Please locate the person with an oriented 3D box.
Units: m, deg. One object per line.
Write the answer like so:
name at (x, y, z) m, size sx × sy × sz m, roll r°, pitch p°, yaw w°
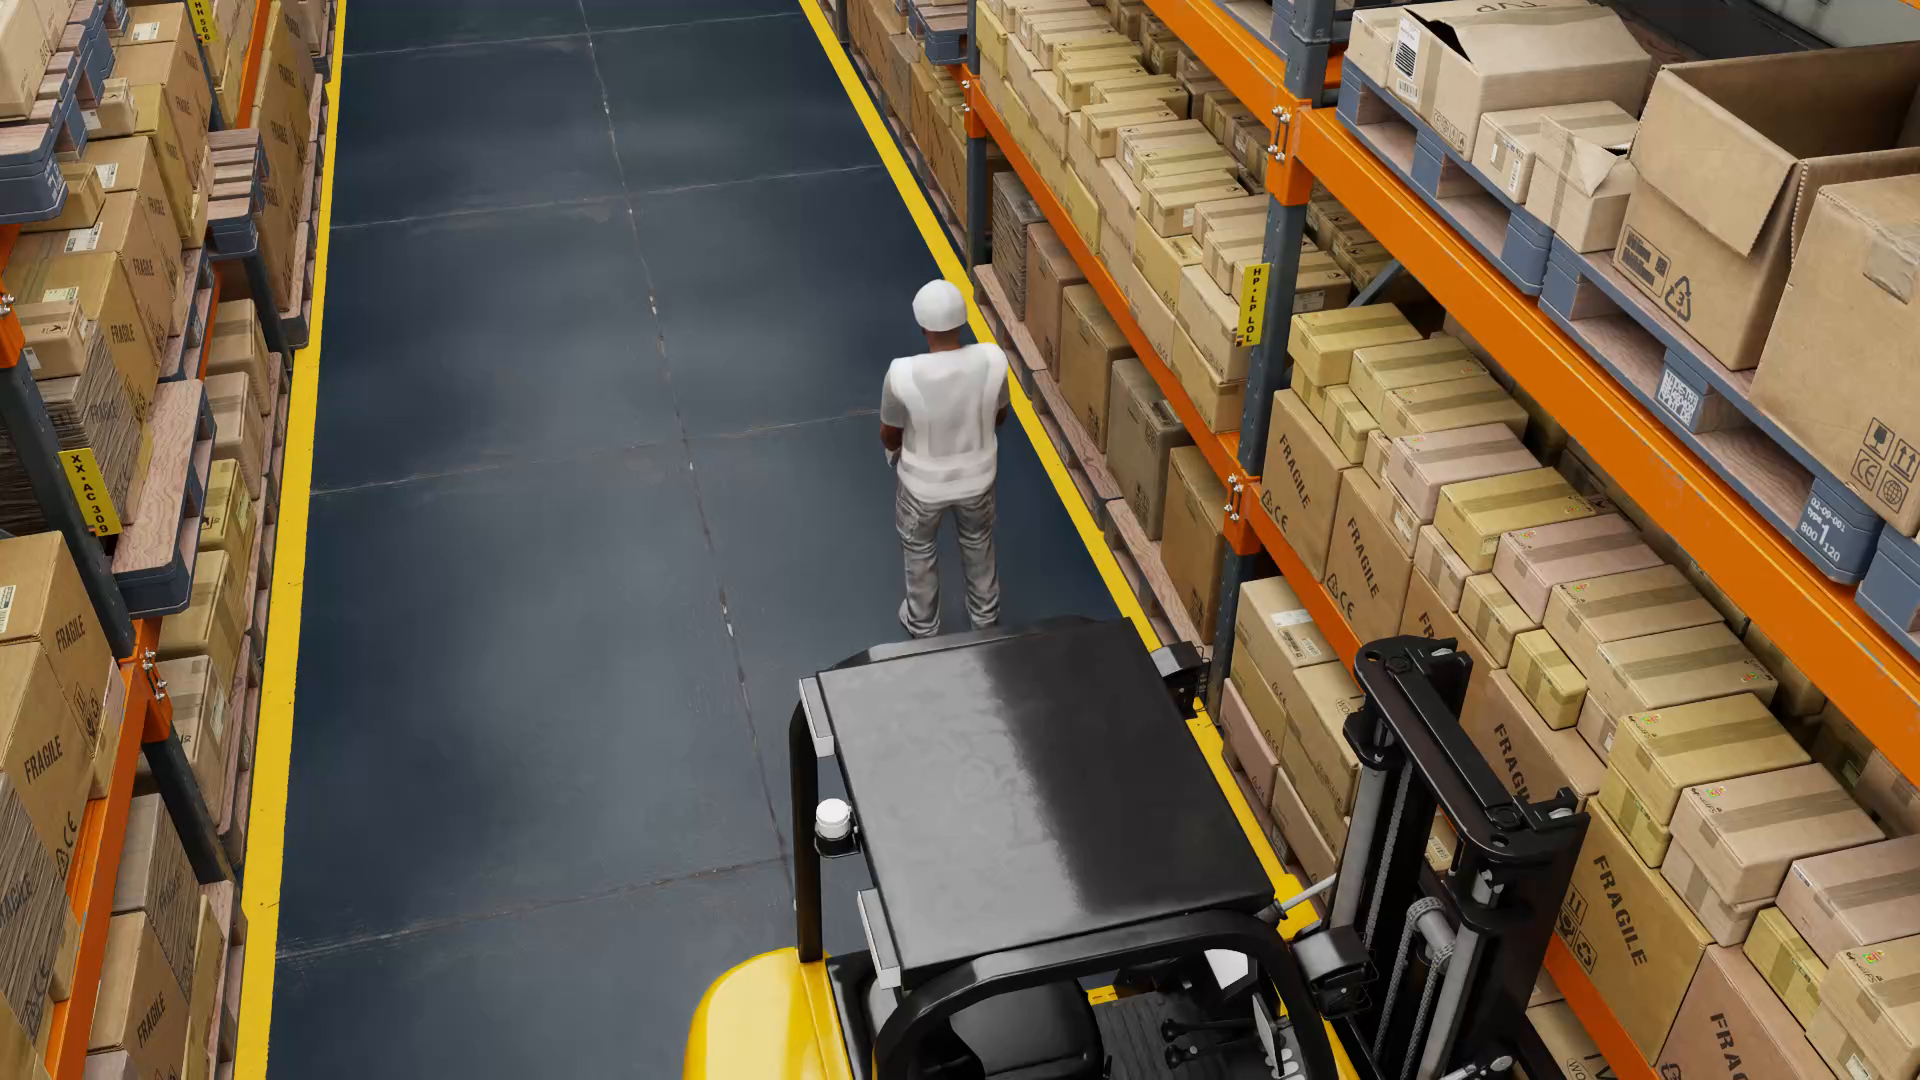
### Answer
person at (-0.074, -0.318, 7.107) m, size 0.555 × 1.785 × 0.469 m, roll -10°, pitch 39°, yaw -13°
